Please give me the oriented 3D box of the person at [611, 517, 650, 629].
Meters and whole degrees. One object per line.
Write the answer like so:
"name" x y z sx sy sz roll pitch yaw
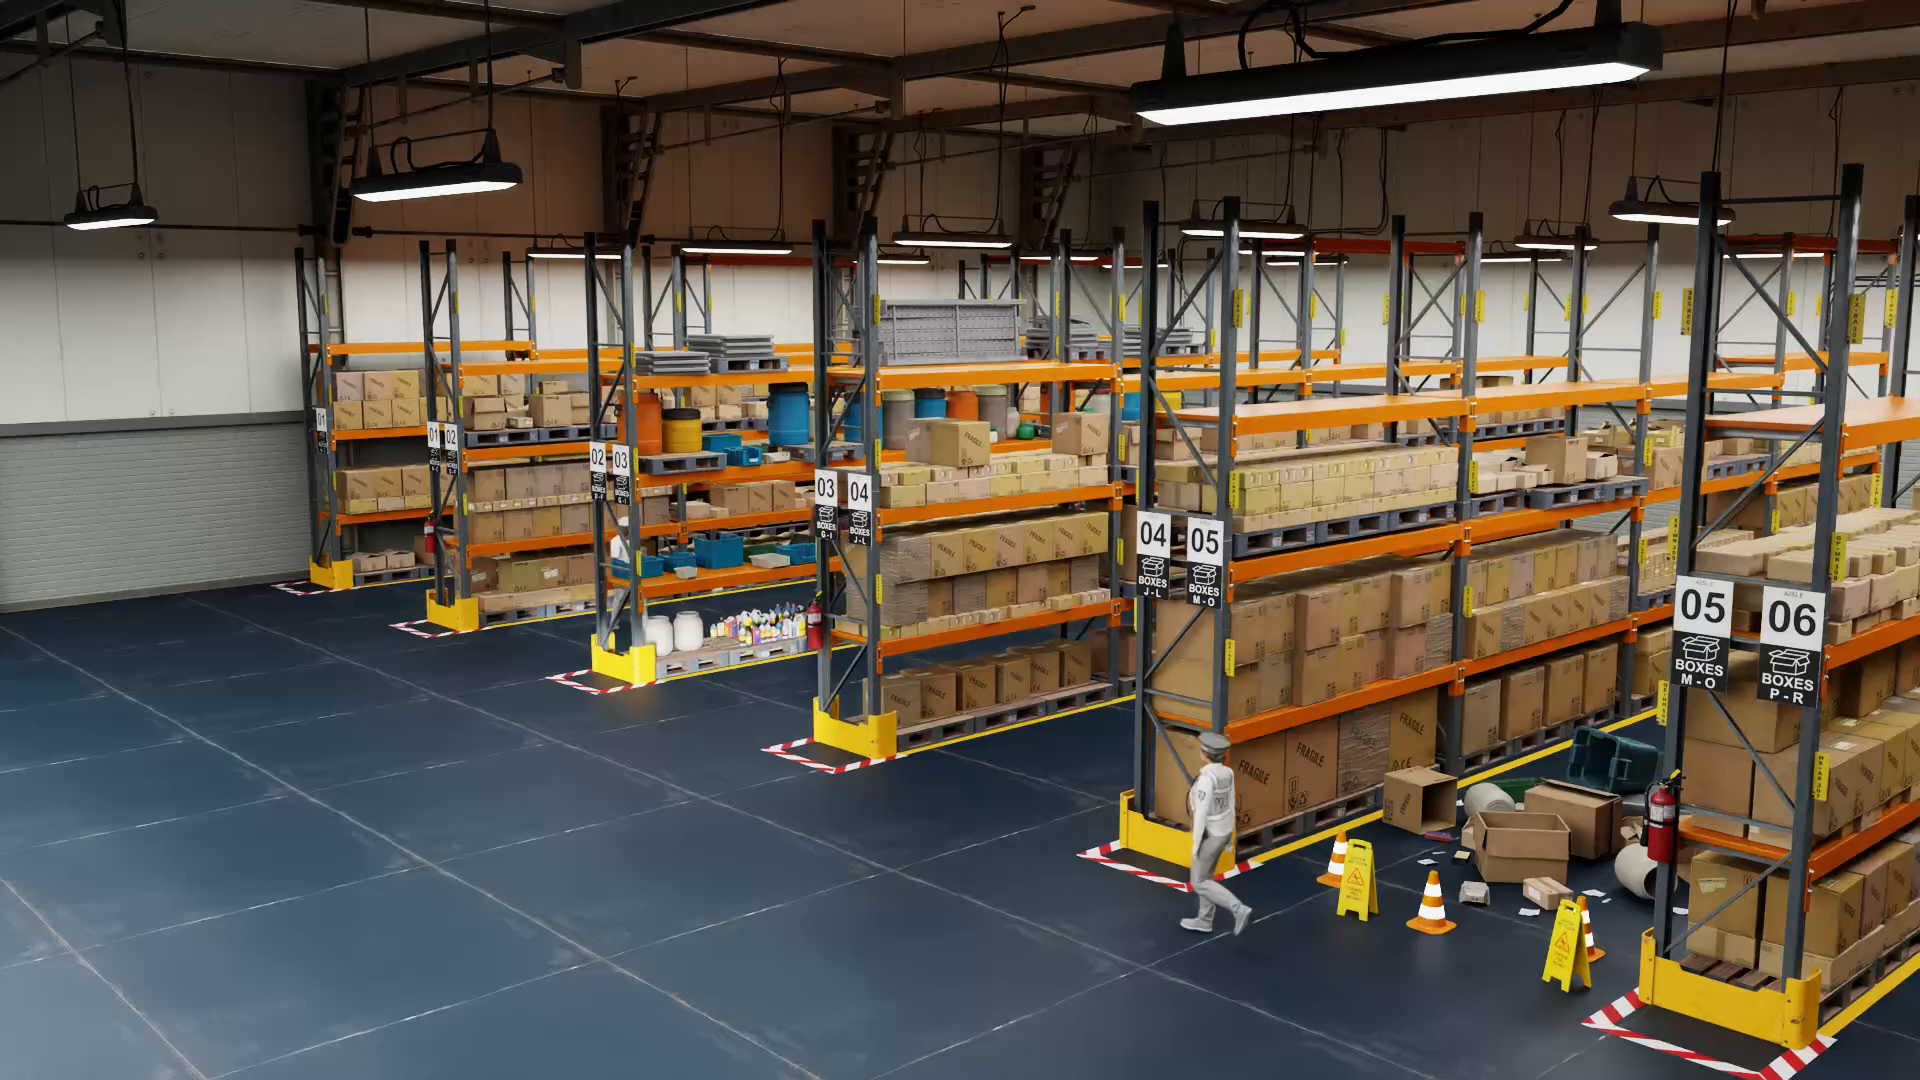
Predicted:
"person" -5.135 0.522 25.877 0.521 1.803 0.700 7 11 41

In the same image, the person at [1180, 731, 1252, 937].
"person" 2.057 2.383 13.372 0.631 1.674 0.469 4 9 27

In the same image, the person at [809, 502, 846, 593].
"person" -2.182 -0.023 27.426 0.646 1.783 0.477 -3 9 -19
